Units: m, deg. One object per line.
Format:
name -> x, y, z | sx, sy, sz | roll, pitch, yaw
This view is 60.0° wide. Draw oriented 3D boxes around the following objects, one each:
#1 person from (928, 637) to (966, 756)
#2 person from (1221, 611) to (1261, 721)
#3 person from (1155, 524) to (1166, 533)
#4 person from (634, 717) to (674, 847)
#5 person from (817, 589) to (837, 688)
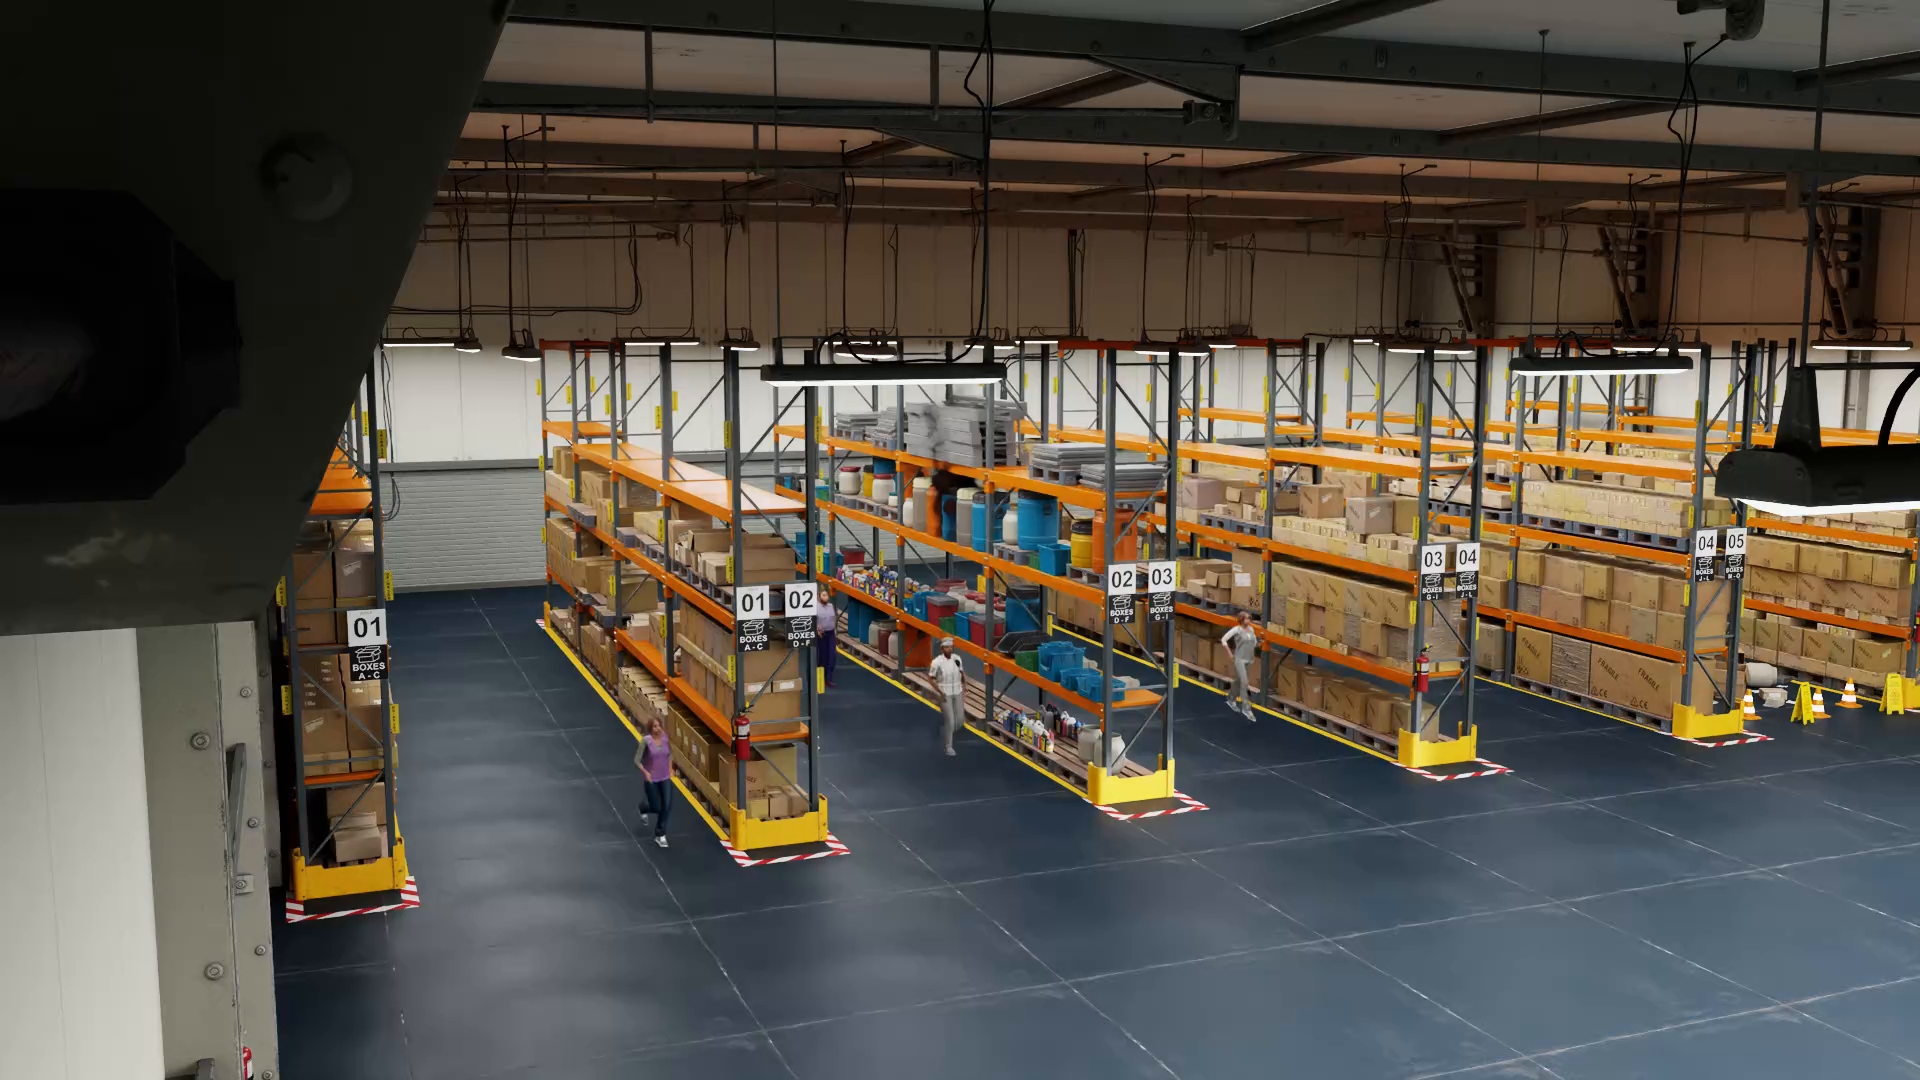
person -> -0.161, 2.179, 23.447 | 0.575, 1.682, 0.465 | -4, 8, -28
person -> 4.353, 1.909, 25.623 | 0.514, 1.655, 0.708 | -6, 9, -37
person -> 4.946, 0.101, 41.265 | 0.638, 1.753, 0.720 | -6, 9, -38
person -> -3.734, 2.929, 20.383 | 0.536, 1.575, 0.664 | -5, 9, -33
person -> -2.270, 1.629, 27.791 | 0.625, 1.622, 0.662 | -5, 9, -36
